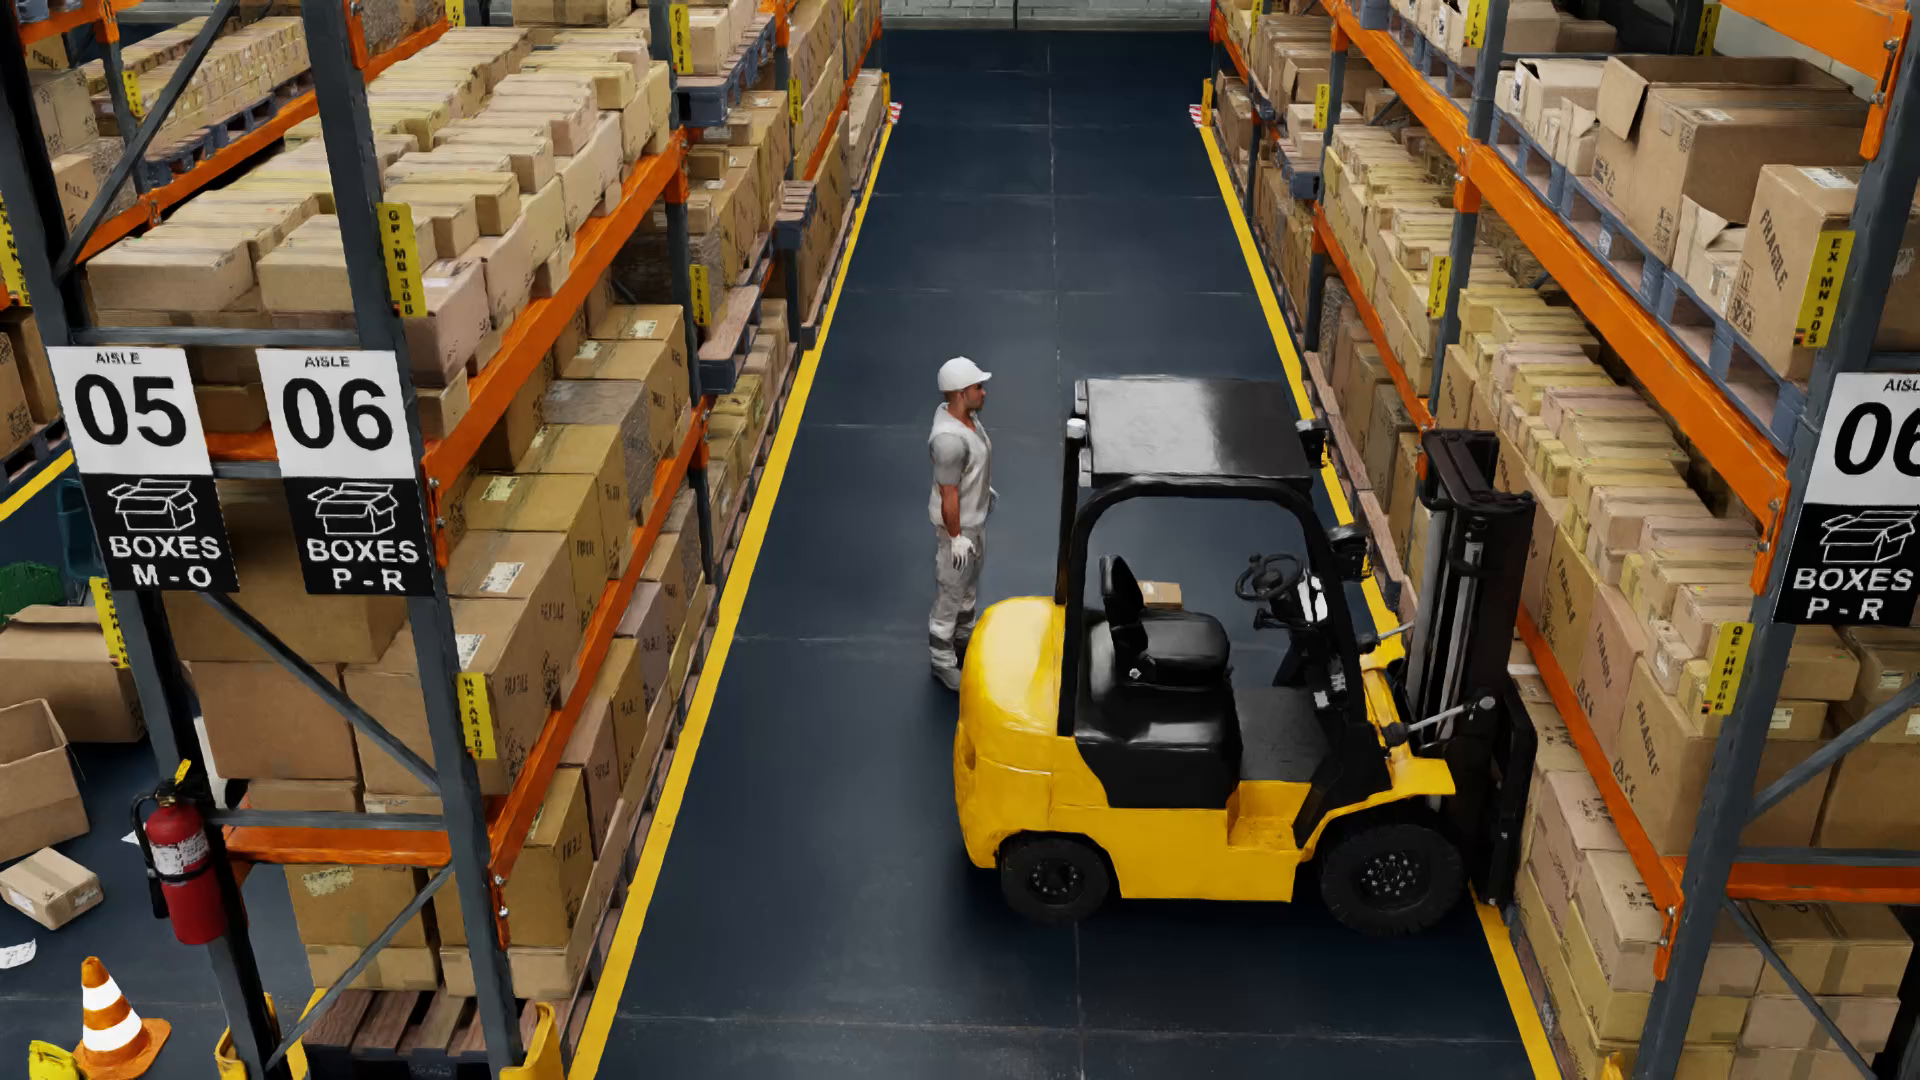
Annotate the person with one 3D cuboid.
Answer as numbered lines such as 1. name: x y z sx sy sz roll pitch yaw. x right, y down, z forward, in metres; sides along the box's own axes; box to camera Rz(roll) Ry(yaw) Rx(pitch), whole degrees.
1. person: 0.039 -0.129 8.764 0.396 1.798 0.662 5 28 9
